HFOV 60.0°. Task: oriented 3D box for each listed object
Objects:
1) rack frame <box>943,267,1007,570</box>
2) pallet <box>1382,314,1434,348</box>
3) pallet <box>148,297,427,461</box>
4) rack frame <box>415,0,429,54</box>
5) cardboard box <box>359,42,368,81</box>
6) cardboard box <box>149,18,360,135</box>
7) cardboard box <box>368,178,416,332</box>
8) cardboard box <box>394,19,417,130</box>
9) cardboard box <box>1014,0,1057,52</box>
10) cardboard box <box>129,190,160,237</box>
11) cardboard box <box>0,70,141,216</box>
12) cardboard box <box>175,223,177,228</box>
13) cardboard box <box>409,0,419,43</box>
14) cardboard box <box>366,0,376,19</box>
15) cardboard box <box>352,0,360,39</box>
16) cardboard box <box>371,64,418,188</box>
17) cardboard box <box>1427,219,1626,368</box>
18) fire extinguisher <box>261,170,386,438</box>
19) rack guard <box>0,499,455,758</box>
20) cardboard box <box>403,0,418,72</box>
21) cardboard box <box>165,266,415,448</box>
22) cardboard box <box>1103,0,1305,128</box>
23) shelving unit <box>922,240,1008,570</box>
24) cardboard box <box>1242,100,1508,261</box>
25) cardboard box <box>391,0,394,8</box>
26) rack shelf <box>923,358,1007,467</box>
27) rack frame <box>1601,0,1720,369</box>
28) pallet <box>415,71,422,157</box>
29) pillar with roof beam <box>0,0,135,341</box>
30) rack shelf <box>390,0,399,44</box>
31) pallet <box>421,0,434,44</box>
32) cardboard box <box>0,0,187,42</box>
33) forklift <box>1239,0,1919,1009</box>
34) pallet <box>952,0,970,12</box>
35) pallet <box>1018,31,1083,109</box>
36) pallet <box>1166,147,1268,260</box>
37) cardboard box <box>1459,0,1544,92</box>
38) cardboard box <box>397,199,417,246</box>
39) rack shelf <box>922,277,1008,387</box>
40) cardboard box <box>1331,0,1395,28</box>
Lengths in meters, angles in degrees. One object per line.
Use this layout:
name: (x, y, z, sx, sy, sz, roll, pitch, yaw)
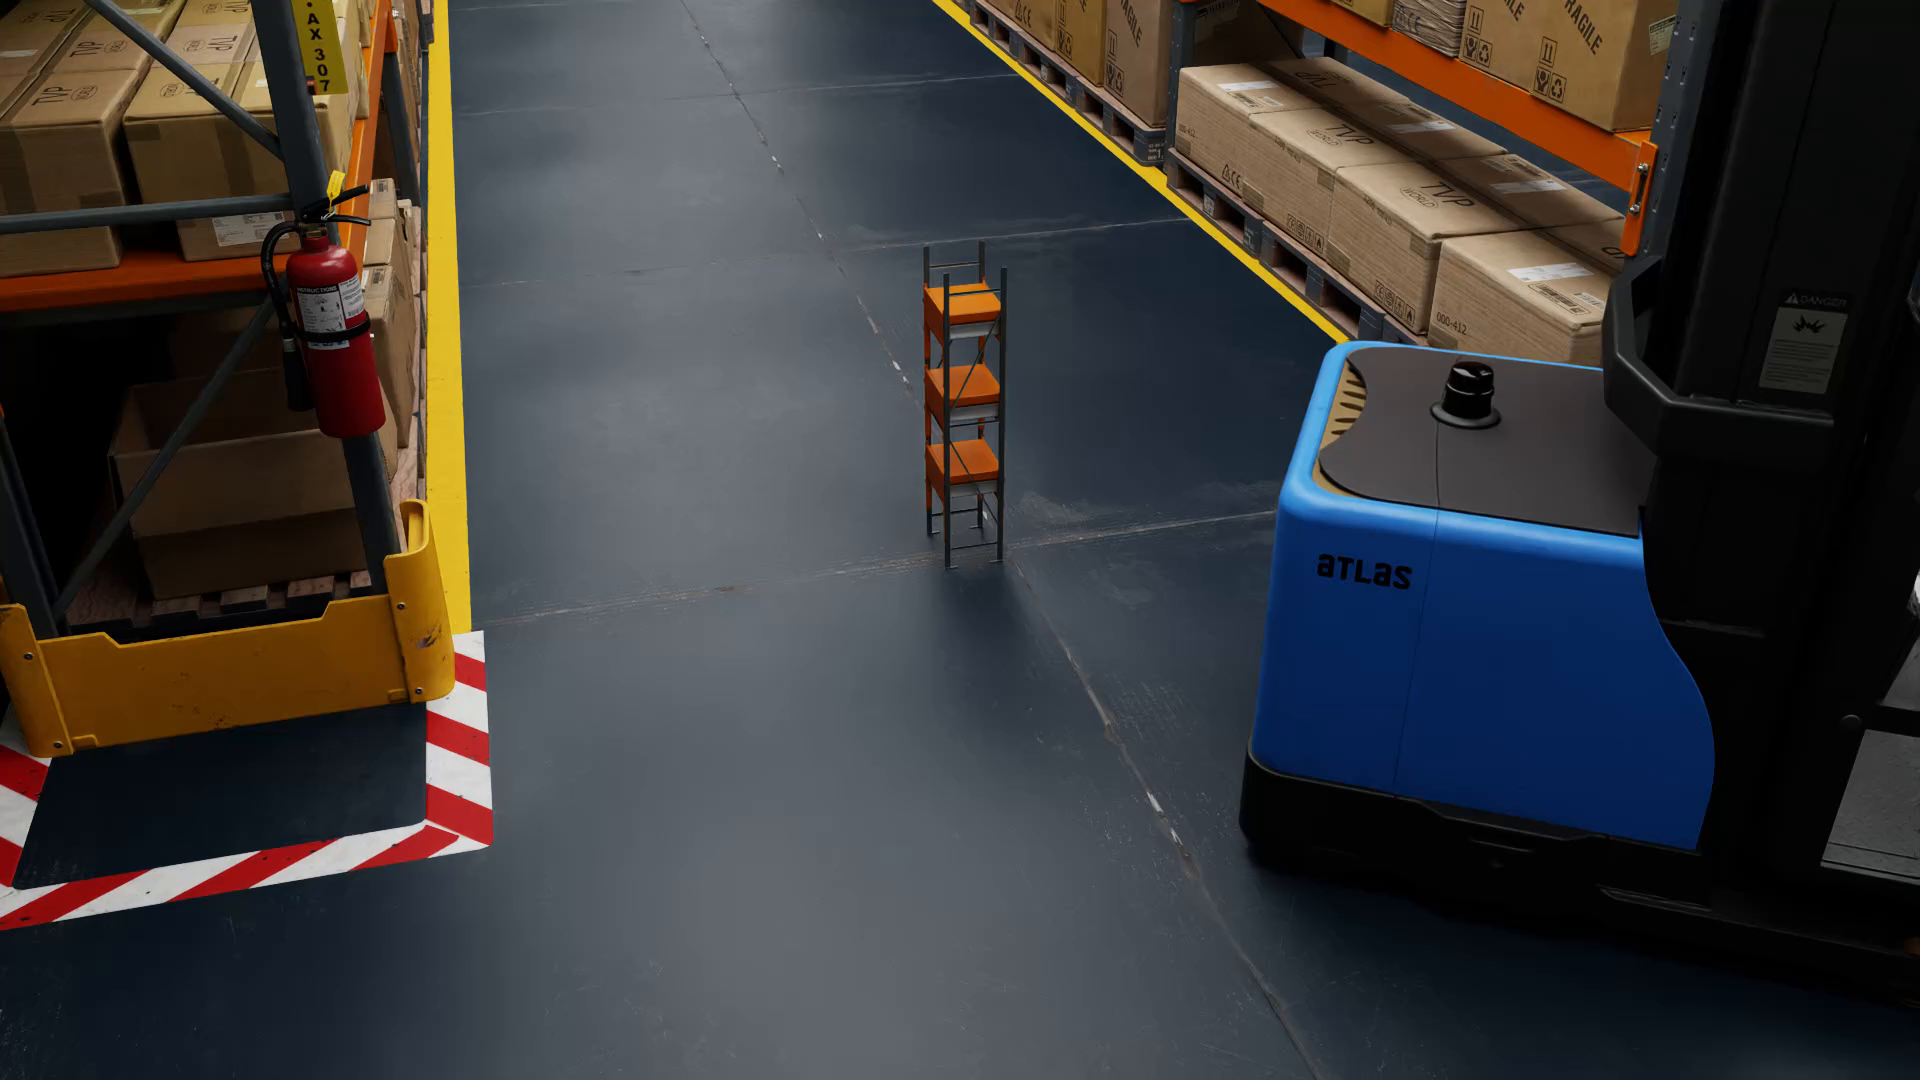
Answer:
rack frame: (0.047, -0.370, 5.341, 0.200, 1.050, 0.008, -8, 31, -13)
pallet: (2.406, -0.630, 6.628, 1.003, 0.211, 1.213, -8, 31, -13)
pallet: (-2.644, -0.602, 6.580, 1.003, 0.211, 1.213, -8, 31, -13)
rack frame: (-4.214, -4.663, 10.812, 1.000, 3.000, 0.127, -8, 31, -13)
cardboard box: (-2.297, -1.639, 5.838, 0.380, 0.149, 0.250, -7, 31, -12)
cardboard box: (-2.086, -1.362, 4.961, 0.500, 0.250, 0.500, -8, 31, -13)
cardboard box: (-2.627, -1.127, 6.778, 0.700, 0.500, 0.500, -9, 31, -15)
cardboard box: (-3.343, -2.592, 9.310, 0.500, 0.500, 0.500, -9, 31, -15)
cardboard box: (0.906, -3.811, 11.042, 0.875, 0.875, 0.875, -7, 31, -13)
cardboard box: (-2.446, -0.946, 4.640, 0.380, 0.149, 0.250, -7, 31, -12)
cardboard box: (-2.469, -1.050, 4.423, 0.500, 0.250, 0.500, -7, 31, -12)
cardboard box: (-2.026, -1.003, 4.739, 0.380, 0.149, 0.250, -7, 31, -12)
cardboard box: (-3.895, -3.587, 11.030, 0.500, 0.500, 0.500, -7, 31, -12)
cardboard box: (-2.642, -2.257, 6.906, 0.380, 0.149, 0.250, -7, 31, -12)
cardboard box: (-2.380, -1.850, 5.805, 0.500, 0.250, 0.500, -9, 31, -15)
cardboard box: (-3.064, -2.095, 8.451, 0.500, 0.500, 0.500, -7, 31, -11)
cardboard box: (2.422, -0.839, 6.344, 0.875, 0.438, 0.875, -9, 31, -15)
fire extinguisher: (-1.606, -0.595, 4.233, 0.296, 0.674, 0.183, -8, 31, -13)
rack guard: (-2.111, 0.246, 4.826, 1.175, 0.500, 0.348, -8, 31, -13)
cardboard box: (-3.631, -3.092, 10.174, 0.500, 0.500, 0.500, -7, 31, -11)
cardboard box: (-2.351, -0.625, 5.912, 0.700, 0.500, 0.500, -7, 31, -11)
cardboard box: (1.390, -2.944, 9.544, 0.875, 0.875, 0.875, -7, 31, -12)
shelving unit: (0.014, -0.429, 5.442, 0.215, 1.050, 0.252, -8, 31, -13)
cardboard box: (1.933, -1.716, 7.859, 0.875, 0.438, 0.875, -9, 31, -15)
cardboard box: (-3.514, -3.195, 9.704, 0.380, 0.149, 0.250, -9, 31, -16)
rack shelf: (0.014, -0.419, 5.448, 0.215, 0.259, 0.240, -8, 31, -13)
rack frame: (2.694, -1.461, 5.280, 1.000, 3.000, 0.127, -8, 31, -13)
pallet: (-3.732, -2.503, 9.863, 1.003, 0.211, 1.213, -8, 31, -13)
pillar with roof beam: (0.314, -5.444, 6.173, 9.100, 9.000, 0.400, -8, 31, -13)
rack shelf: (-3.684, -3.386, 9.324, 1.077, 0.370, 4.000, -8, 31, -13)
pallet: (-4.395, -3.859, 12.207, 1.003, 0.211, 1.213, -8, 31, -13)
cardboard box: (-2.732, -1.539, 5.268, 0.500, 0.250, 0.500, -7, 31, -12)
forklift: (2.301, -0.448, 3.599, 3.031, 2.935, 1.130, 9, 31, 15)
pallet: (0.364, -4.496, 13.307, 1.003, 0.211, 1.213, -8, 31, -13)
pallet: (1.027, -3.139, 10.963, 1.003, 0.211, 1.213, -8, 31, -13)
pallet: (1.758, -1.809, 8.664, 1.003, 0.211, 1.213, -8, 31, -13)
cardboard box: (2.192, -1.947, 6.019, 0.500, 0.500, 0.500, -8, 31, -14)
cardboard box: (-2.722, -1.449, 7.686, 0.380, 0.149, 0.250, -9, 31, -15)
rack shelf: (0.014, -0.665, 5.306, 0.215, 0.259, 0.240, -8, 31, -13)
cardboard box: (1.896, -2.441, 6.874, 0.500, 0.500, 0.500, -7, 31, -12)
